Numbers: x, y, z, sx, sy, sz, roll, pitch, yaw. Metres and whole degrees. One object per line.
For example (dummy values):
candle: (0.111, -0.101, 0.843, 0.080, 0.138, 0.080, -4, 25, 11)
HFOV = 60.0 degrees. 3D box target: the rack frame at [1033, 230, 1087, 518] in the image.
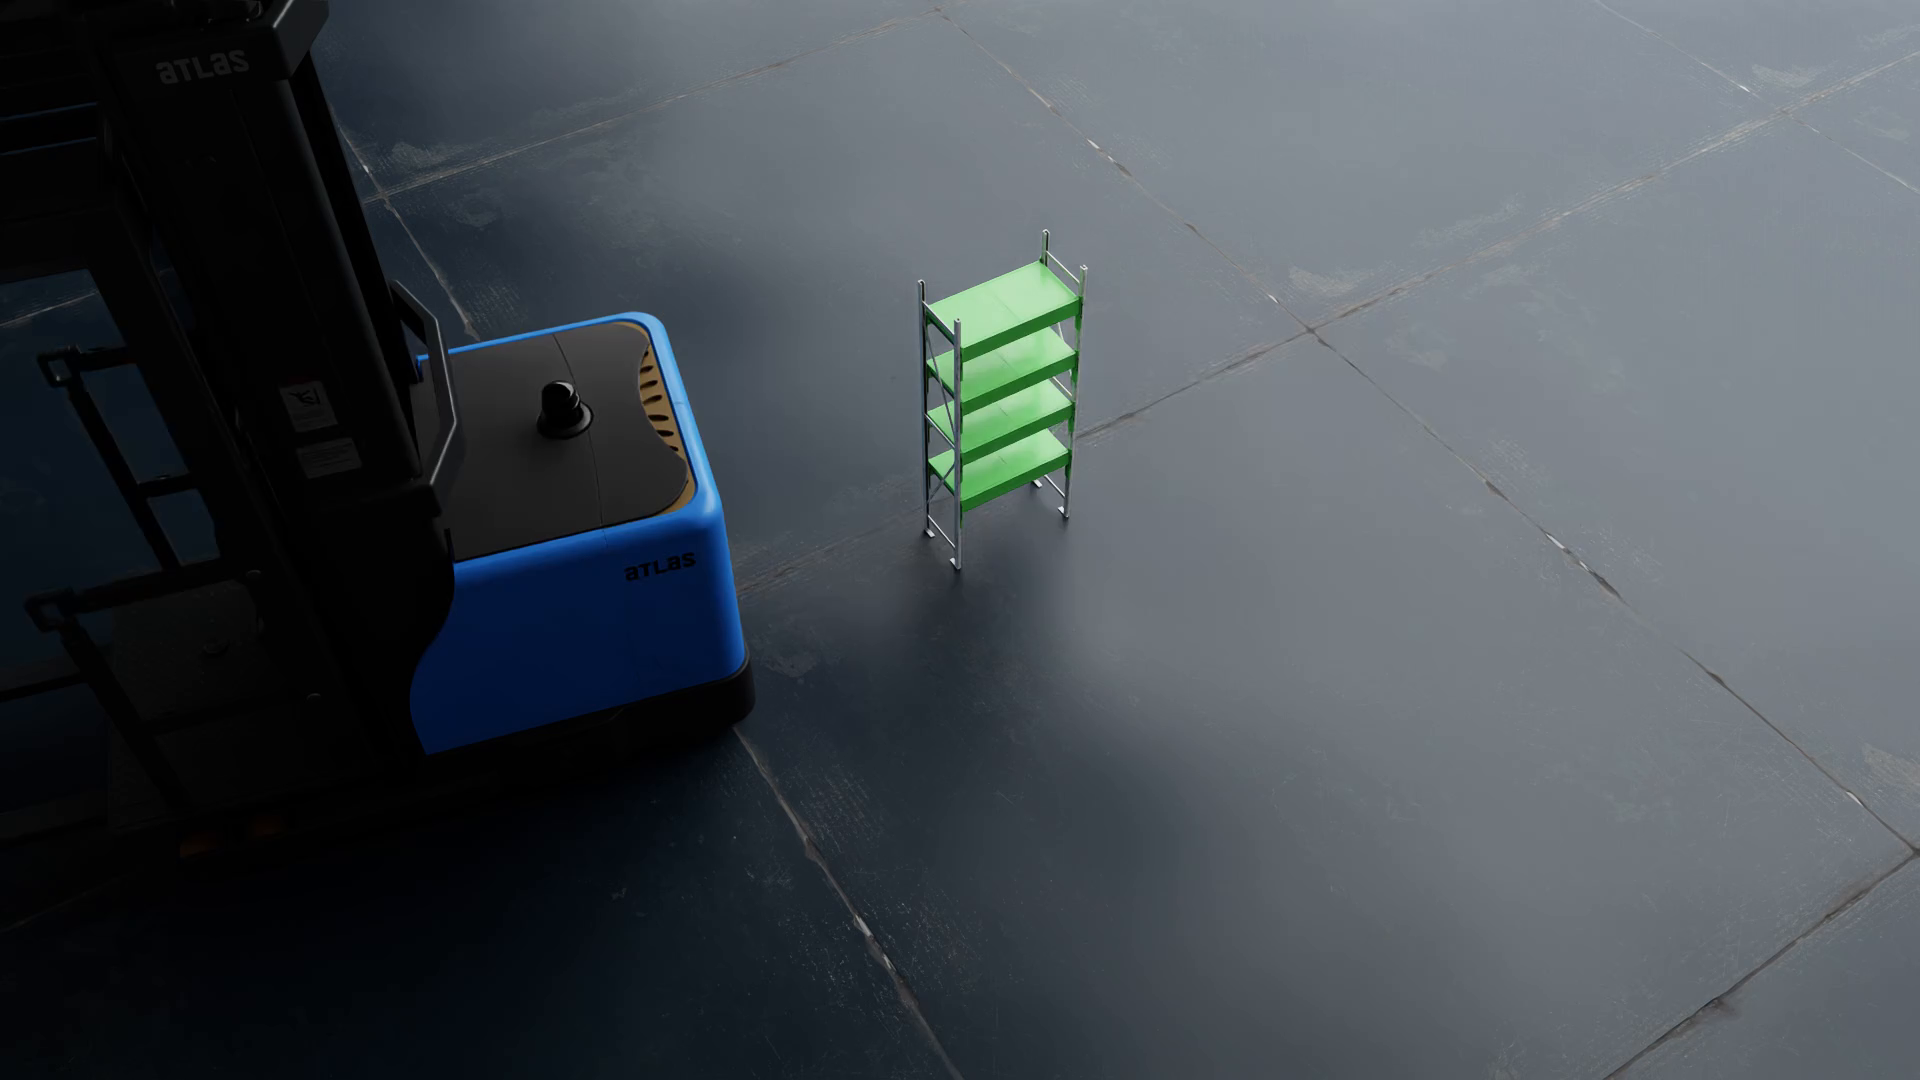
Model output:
rack frame: (0.346, -0.562, 5.947, 0.015, 1.200, 0.240, -25, 53, -21)

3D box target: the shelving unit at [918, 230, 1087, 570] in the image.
shelving unit: (0.140, -0.465, 5.861, 0.503, 1.200, 0.258, -25, 53, -21)

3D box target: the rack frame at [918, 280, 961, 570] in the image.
rack frame: (-0.066, -0.368, 5.774, 0.015, 1.200, 0.240, -25, 53, -21)

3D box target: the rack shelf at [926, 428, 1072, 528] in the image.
rack shelf: (0.140, -0.263, 6.088, 0.480, 0.148, 0.258, -25, 53, -21)

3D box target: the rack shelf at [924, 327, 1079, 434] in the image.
rack shelf: (0.140, -0.582, 5.729, 0.480, 0.148, 0.258, -25, 53, -21)

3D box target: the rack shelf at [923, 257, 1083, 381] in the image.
rack shelf: (0.140, -0.742, 5.550, 0.480, 0.148, 0.258, -25, 53, -21)

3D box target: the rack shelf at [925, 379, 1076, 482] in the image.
rack shelf: (0.140, -0.422, 5.908, 0.480, 0.148, 0.258, -25, 53, -21)

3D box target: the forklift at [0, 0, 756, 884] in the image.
forklift: (-2.271, -0.344, 4.594, 3.031, 2.935, 1.130, -14, 50, -12)
